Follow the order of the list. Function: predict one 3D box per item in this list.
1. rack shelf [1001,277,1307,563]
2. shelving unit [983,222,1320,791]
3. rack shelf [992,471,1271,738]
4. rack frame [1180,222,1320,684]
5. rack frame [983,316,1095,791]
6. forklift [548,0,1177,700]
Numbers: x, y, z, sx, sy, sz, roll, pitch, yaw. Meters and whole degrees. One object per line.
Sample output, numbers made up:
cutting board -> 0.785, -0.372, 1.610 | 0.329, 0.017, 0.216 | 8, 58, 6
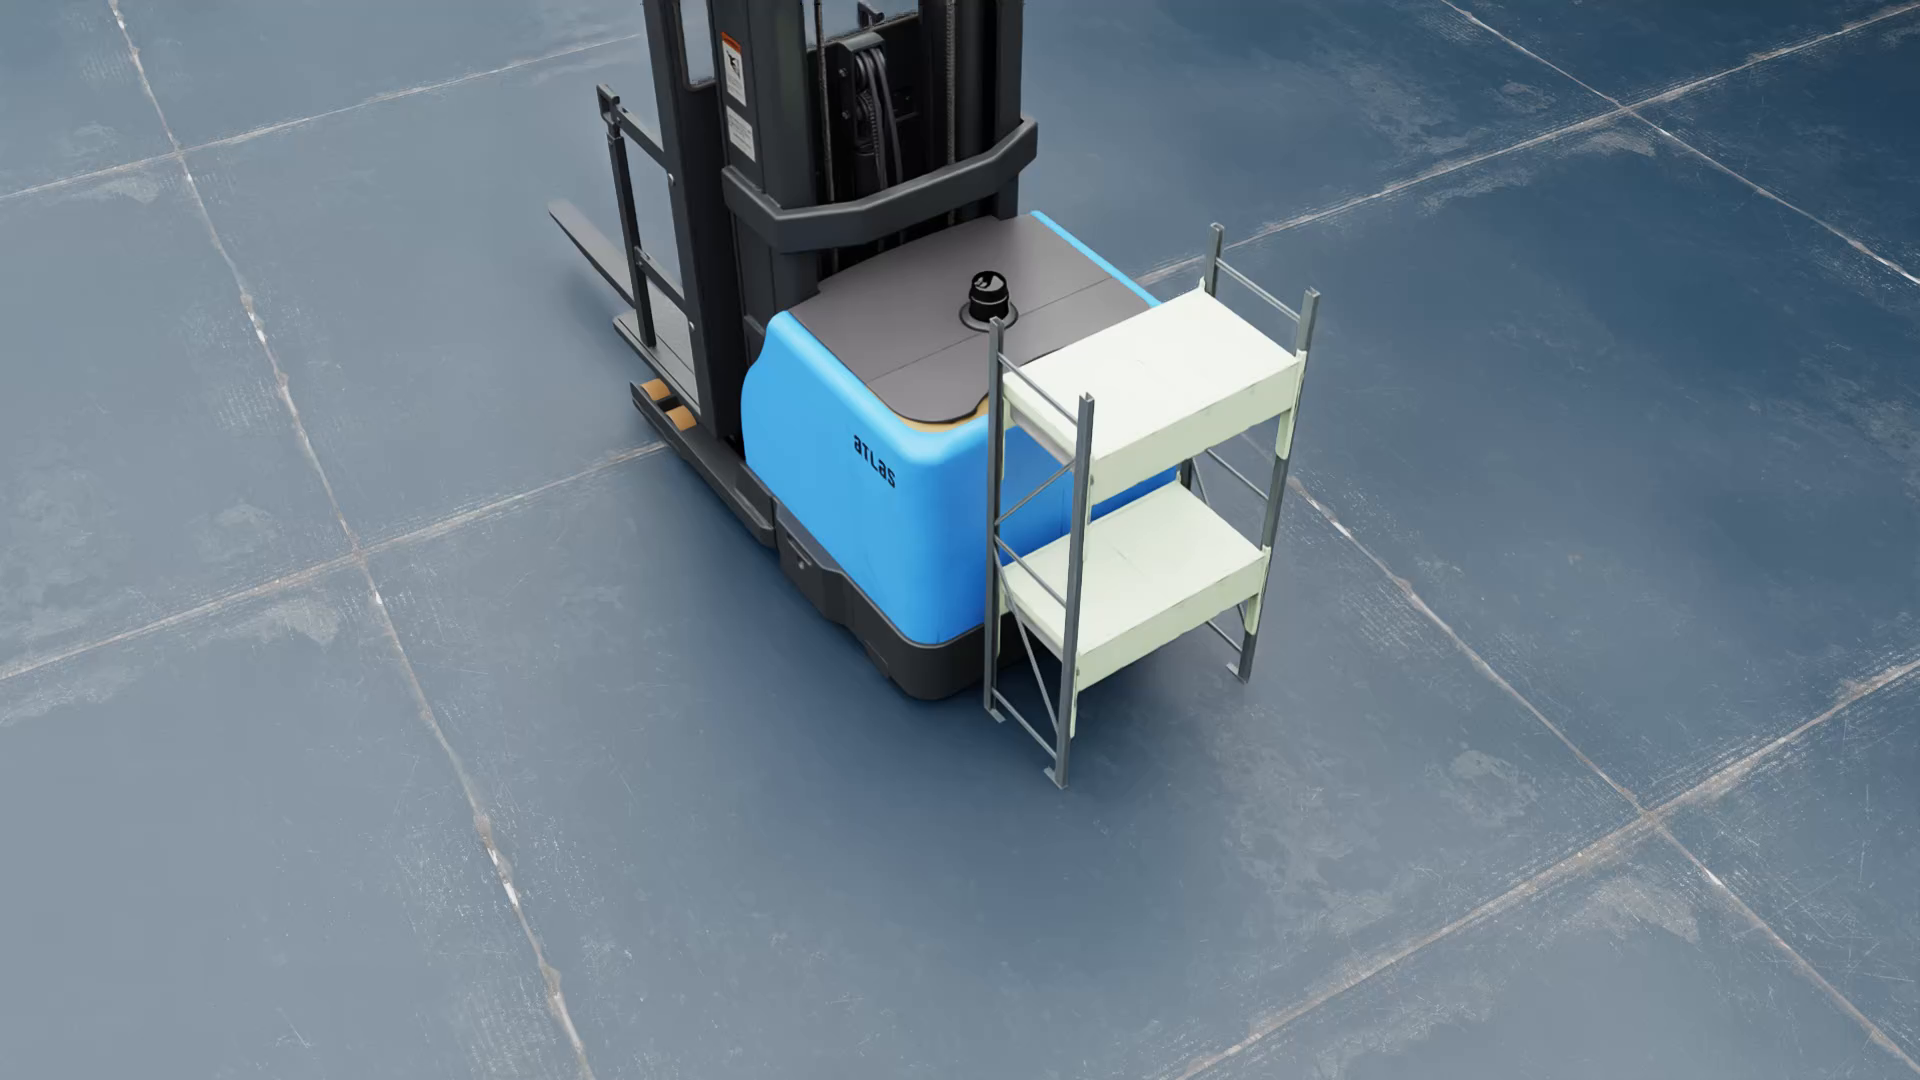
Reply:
rack shelf -> 0.497, -0.333, 4.456 | 0.720, 0.370, 0.431 | -26, 50, -24
shelving unit -> 0.497, -0.053, 4.728 | 0.755, 1.500, 0.431 | -26, 50, -24
rack shelf -> 0.497, 0.181, 4.955 | 0.720, 0.370, 0.431 | -26, 50, -24
rack frame -> 0.796, -0.200, 4.879 | 0.023, 1.500, 0.400 | -26, 50, -24
rack frame -> 0.197, 0.094, 4.577 | 0.023, 1.500, 0.400 | -26, 50, -24
forklift -> -0.558, -1.549, 5.242 | 1.130, 2.935, 3.031 | -26, 50, -24
